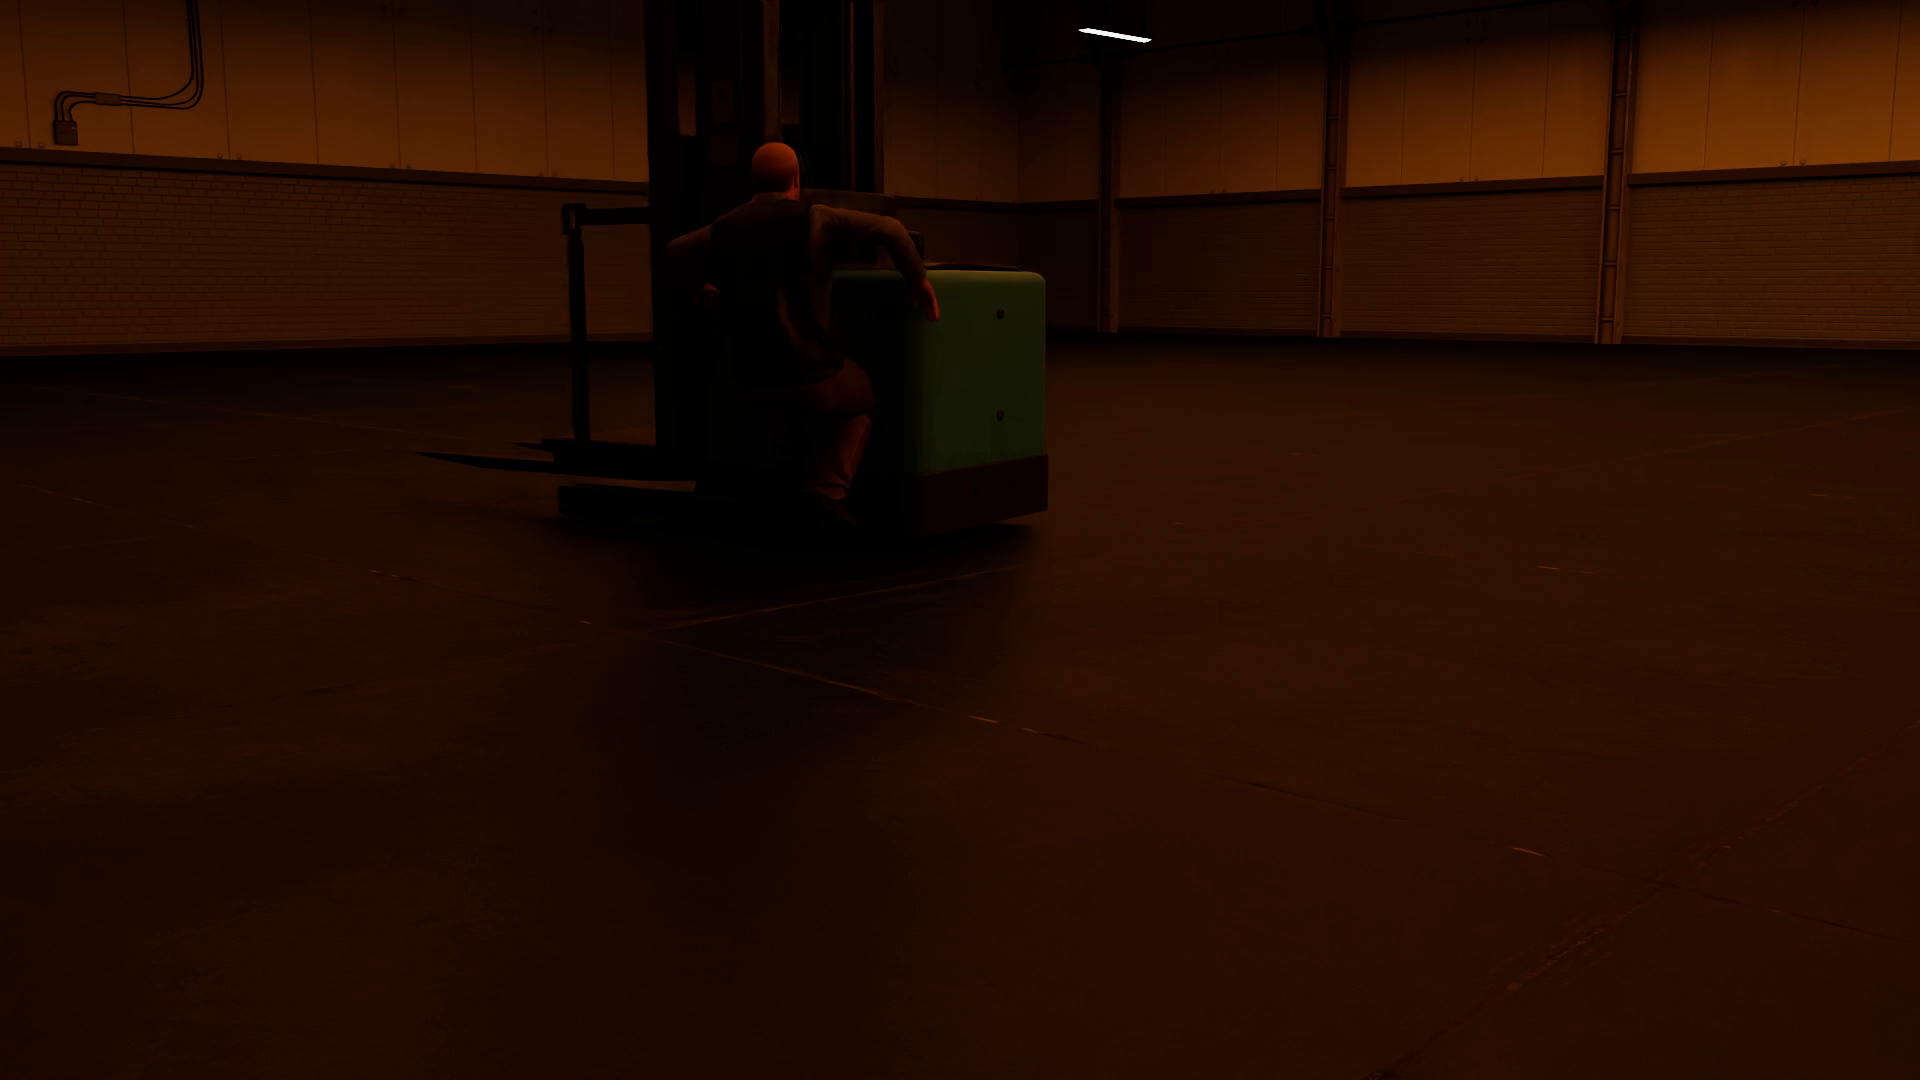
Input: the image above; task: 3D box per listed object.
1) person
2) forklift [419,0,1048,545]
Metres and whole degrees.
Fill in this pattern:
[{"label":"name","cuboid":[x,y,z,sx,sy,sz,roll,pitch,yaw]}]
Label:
[{"label":"person","cuboid":[-0.588,-0.736,6.273,1.074,1.464,0.848,3,9,19]},{"label":"forklift","cuboid":[-1.146,-1.570,7.299,3.031,2.935,1.130,5,10,32]}]
